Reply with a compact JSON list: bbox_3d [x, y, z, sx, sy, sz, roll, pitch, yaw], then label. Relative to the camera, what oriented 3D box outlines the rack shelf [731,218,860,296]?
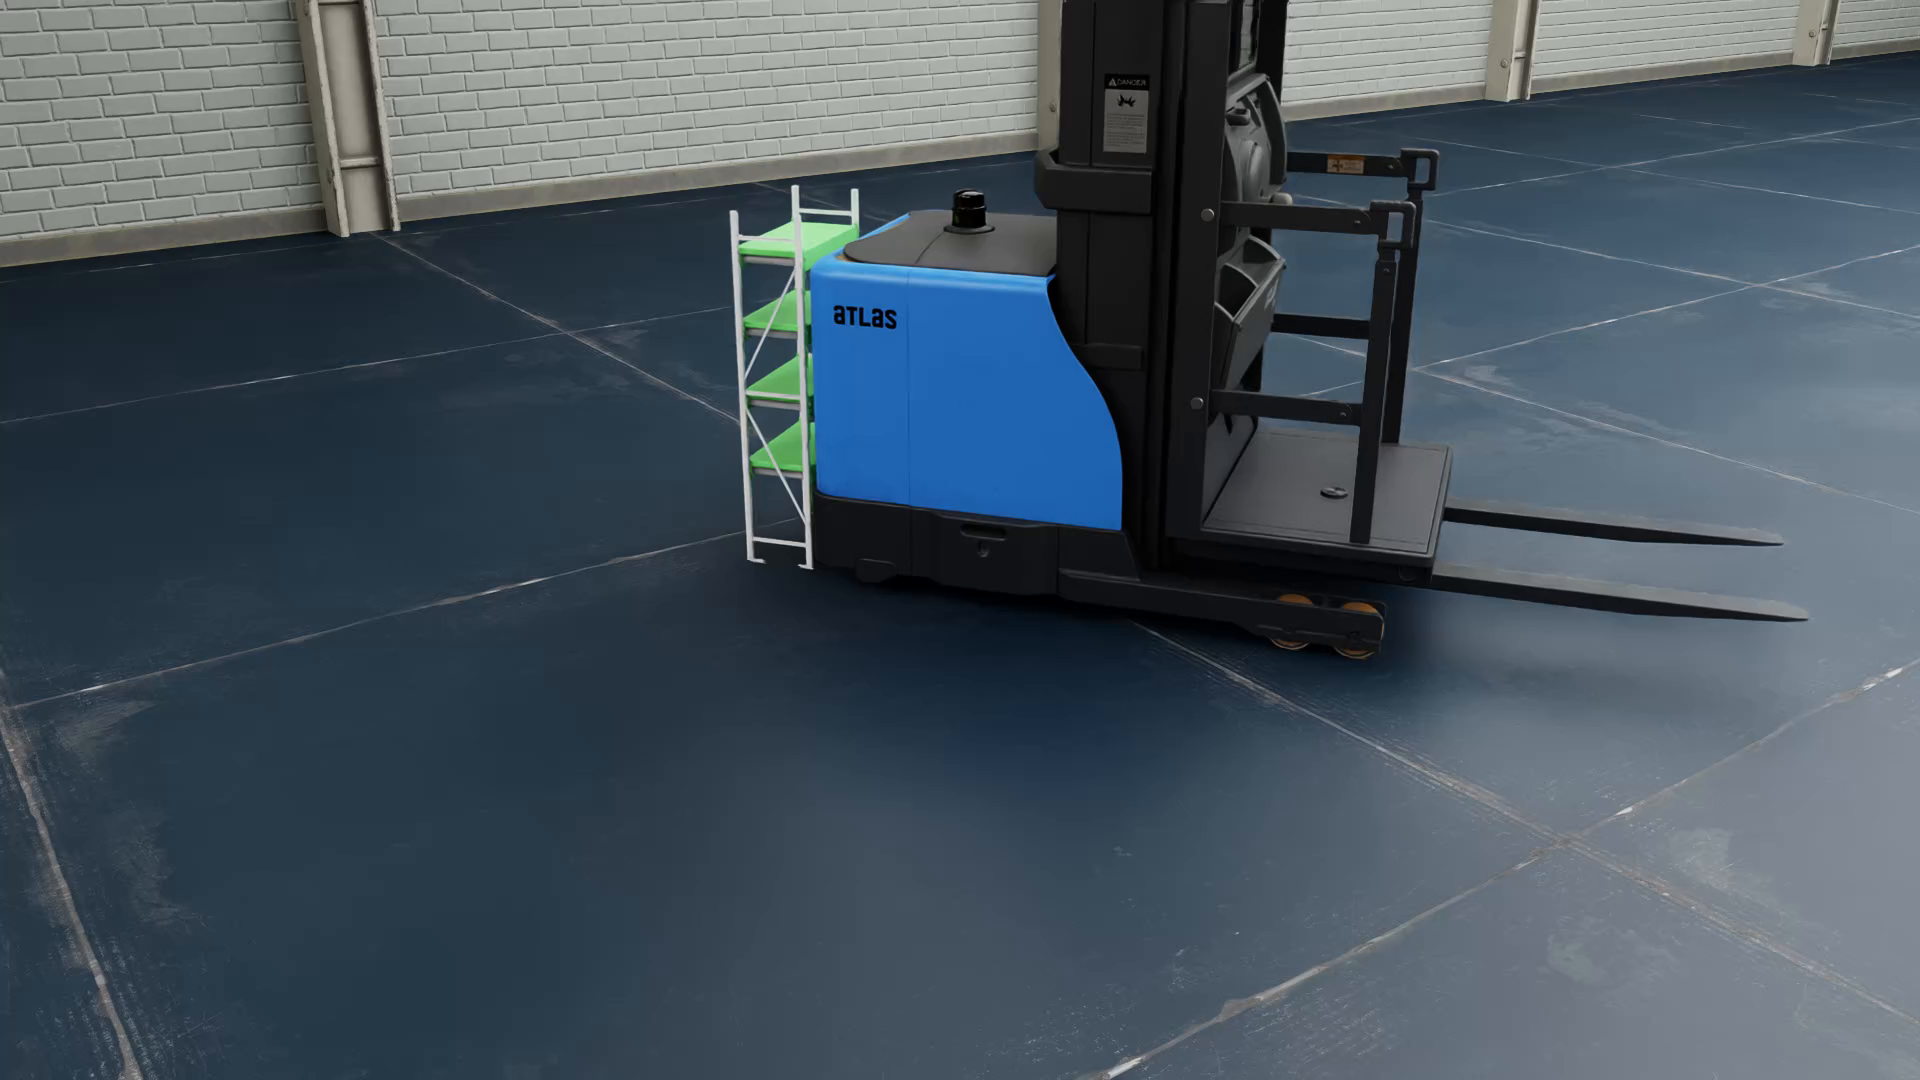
[{"bbox_3d":[-0.538,-0.946,5.526,0.258,0.148,0.480,7,23,17],"label":"rack shelf"}]

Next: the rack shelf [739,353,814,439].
[{"bbox_3d":[-0.538,-0.500,5.704,0.258,0.148,0.480,7,23,17],"label":"rack shelf"}]

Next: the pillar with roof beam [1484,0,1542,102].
[{"bbox_3d":[8.287,-7.547,12.668,0.400,9.000,9.100,-15,26,-33],"label":"pillar with roof beam"}]

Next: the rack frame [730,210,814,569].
[{"bbox_3d":[-0.614,-0.474,5.464,0.240,1.200,0.015,7,23,17],"label":"rack frame"}]

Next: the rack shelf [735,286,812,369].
[{"bbox_3d":[-0.538,-0.723,5.615,0.258,0.148,0.480,7,23,17],"label":"rack shelf"}]

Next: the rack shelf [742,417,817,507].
[{"bbox_3d":[-0.538,-0.277,5.793,0.258,0.148,0.480,7,23,17],"label":"rack shelf"}]

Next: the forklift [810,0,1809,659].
[{"bbox_3d":[1.087,-1.226,5.013,3.031,2.935,1.130,7,23,17],"label":"forklift"}]

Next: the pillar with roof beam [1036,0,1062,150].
[{"bbox_3d":[3.416,-6.249,9.414,0.400,9.000,9.100,-15,26,-33],"label":"pillar with roof beam"}]

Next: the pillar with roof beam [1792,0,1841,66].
[{"bbox_3d":[13.157,-8.846,15.923,0.400,9.000,9.100,-15,26,-33],"label":"pillar with roof beam"}]

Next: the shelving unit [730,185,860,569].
[{"bbox_3d":[-0.538,-0.560,5.680,0.258,1.200,0.503,7,23,17],"label":"shelving unit"}]

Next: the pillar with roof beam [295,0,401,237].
[{"bbox_3d":[-1.454,-4.950,6.159,0.400,9.000,9.100,-15,26,-33],"label":"pillar with roof beam"}]

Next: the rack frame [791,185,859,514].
[{"bbox_3d":[-0.462,-0.646,5.895,0.240,1.200,0.015,7,23,17],"label":"rack frame"}]
